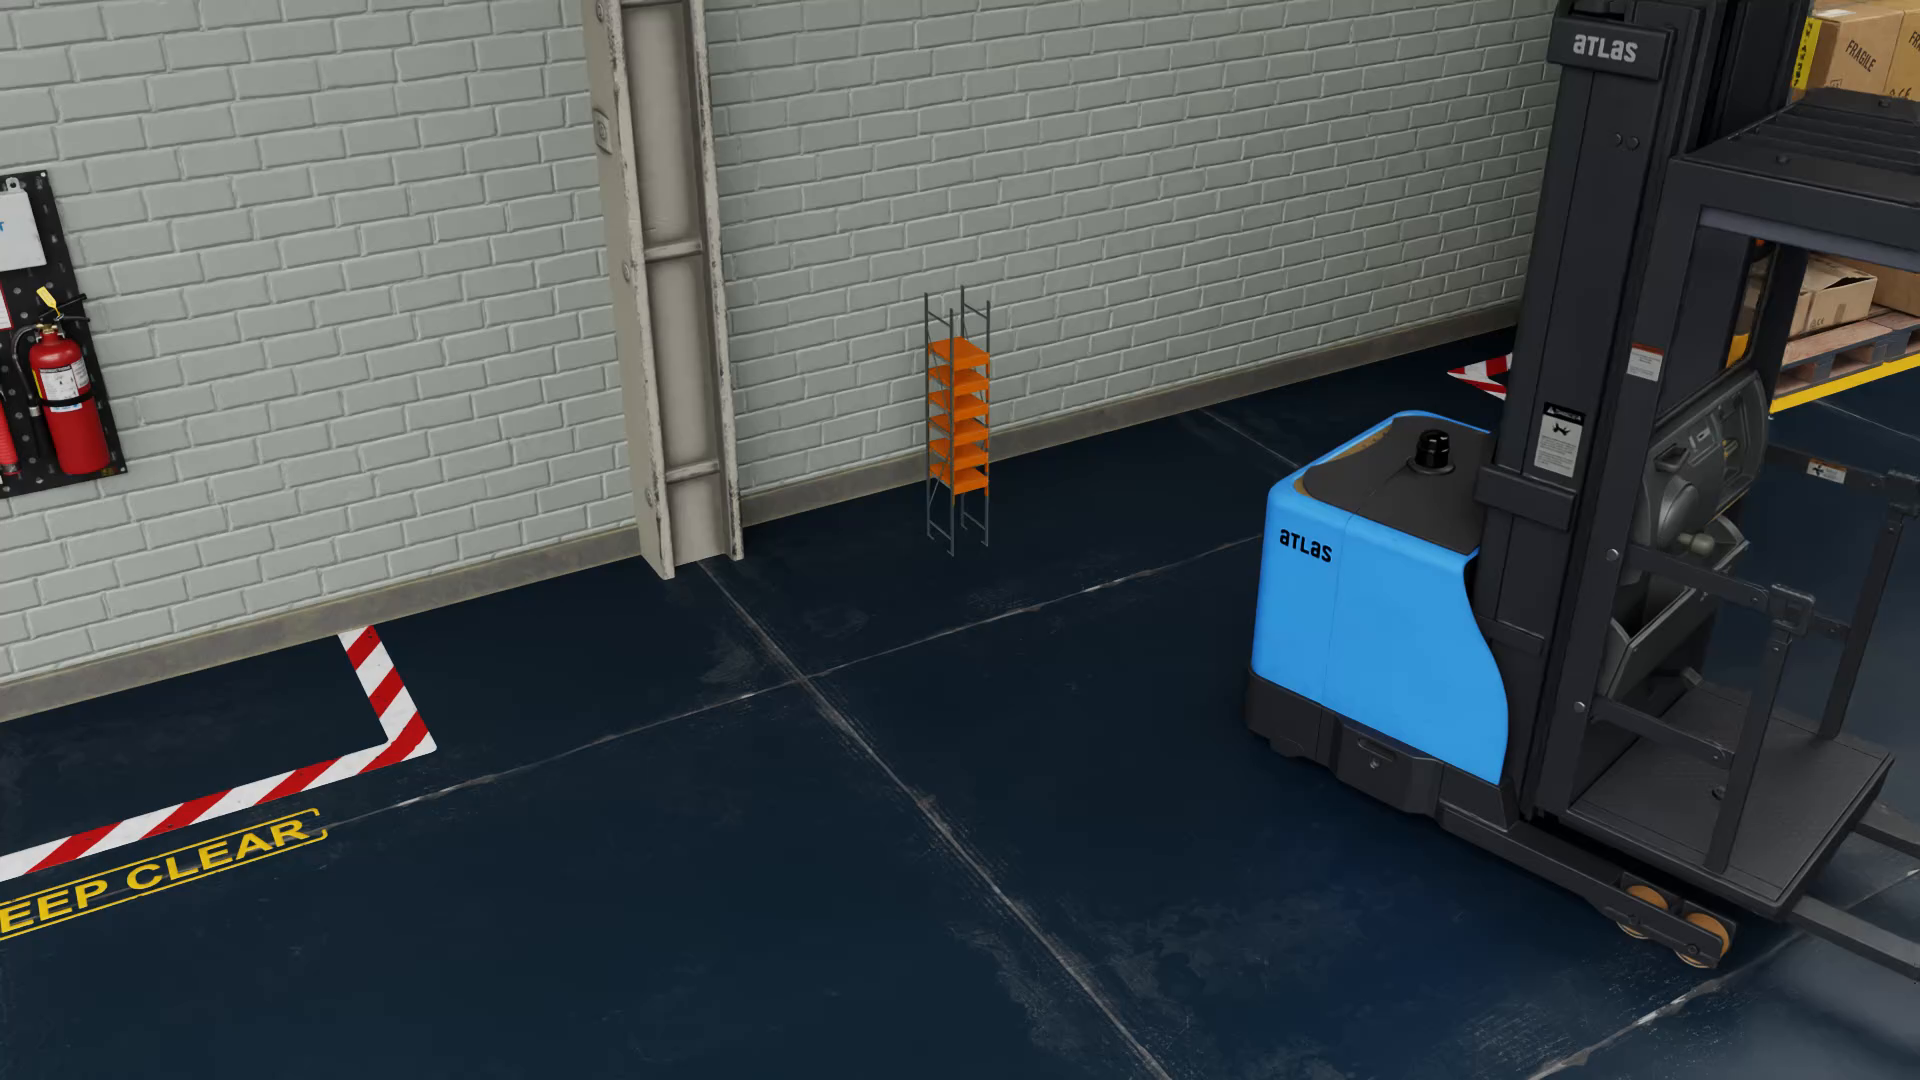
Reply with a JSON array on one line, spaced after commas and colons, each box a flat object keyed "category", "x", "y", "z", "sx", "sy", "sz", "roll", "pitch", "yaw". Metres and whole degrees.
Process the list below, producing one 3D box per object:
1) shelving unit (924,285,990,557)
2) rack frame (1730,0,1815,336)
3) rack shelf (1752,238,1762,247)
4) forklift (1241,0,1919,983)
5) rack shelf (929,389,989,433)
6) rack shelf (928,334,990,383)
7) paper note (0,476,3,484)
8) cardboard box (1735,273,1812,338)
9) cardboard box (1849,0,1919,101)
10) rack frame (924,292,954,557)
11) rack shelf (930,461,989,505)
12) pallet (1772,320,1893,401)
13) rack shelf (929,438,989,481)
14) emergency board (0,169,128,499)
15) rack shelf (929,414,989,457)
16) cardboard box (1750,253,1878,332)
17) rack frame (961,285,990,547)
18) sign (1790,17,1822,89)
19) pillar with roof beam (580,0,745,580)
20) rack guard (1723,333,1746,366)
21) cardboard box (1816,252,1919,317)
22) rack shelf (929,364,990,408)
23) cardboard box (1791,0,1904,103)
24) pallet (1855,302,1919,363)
[{"category": "shelving unit", "x": -0.012, "y": -0.522, "z": 7.454, "sx": 0.189, "sy": 1.200, "sz": 0.258, "roll": -16, "pitch": 33, "yaw": -26}, {"category": "rack frame", "x": 3.777, "y": -2.184, "z": 8.603, "sx": 0.127, "sy": 3.000, "sz": 1.000, "roll": -16, "pitch": 33, "yaw": -26}, {"category": "rack shelf", "x": 5.501, "y": -2.359, "z": 9.664, "sx": 4.000, "sy": 0.370, "sz": 1.077, "roll": -16, "pitch": 33, "yaw": -26}, {"category": "forklift", "x": 2.492, "y": -0.211, "z": 5.099, "sx": 3.031, "sy": 2.935, "sz": 1.130, "roll": 25, "pitch": 37, "yaw": 37}, {"category": "rack shelf", "x": -0.012, "y": -0.588, "z": 7.417, "sx": 0.180, "sy": 0.103, "sz": 0.258, "roll": -16, "pitch": 33, "yaw": -26}, {"category": "rack shelf", "x": -0.012, "y": -0.798, "z": 7.301, "sx": 0.180, "sy": 0.103, "sz": 0.258, "roll": -16, "pitch": 33, "yaw": -26}, {"category": "paper note", "x": -3.568, "y": -0.258, "z": 6.024, "sx": 0.142, "sy": 0.148, "sz": 0.016, "roll": -16, "pitch": 33, "yaw": -26}, {"category": "cardboard box", "x": 4.419, "y": -1.331, "z": 9.385, "sx": 0.500, "sy": 0.311, "sz": 0.500, "roll": -20, "pitch": 35, "yaw": -32}, {"category": "cardboard box", "x": 4.772, "y": -2.564, "z": 8.650, "sx": 0.500, "sy": 0.500, "sz": 0.500, "roll": -16, "pitch": 33, "yaw": -26}, {"category": "rack frame", "x": -0.091, "y": -0.499, "z": 7.413, "sx": 0.006, "sy": 1.200, "sz": 0.240, "roll": -16, "pitch": 33, "yaw": -26}, {"category": "rack shelf", "x": -0.012, "y": -0.273, "z": 7.591, "sx": 0.180, "sy": 0.103, "sz": 0.258, "roll": -16, "pitch": 33, "yaw": -26}, {"category": "pallet", "x": 4.561, "y": -1.166, "z": 9.644, "sx": 1.213, "sy": 0.211, "sz": 1.003, "roll": -16, "pitch": 33, "yaw": -26}, {"category": "rack shelf", "x": -0.012, "y": -0.378, "z": 7.533, "sx": 0.180, "sy": 0.103, "sz": 0.258, "roll": -16, "pitch": 33, "yaw": -26}, {"category": "emergency board", "x": -3.381, "y": -0.658, "z": 5.838, "sx": 0.643, "sy": 1.169, "sz": 0.194, "roll": -16, "pitch": 33, "yaw": -26}, {"category": "rack shelf", "x": -0.012, "y": -0.483, "z": 7.475, "sx": 0.180, "sy": 0.103, "sz": 0.258, "roll": -16, "pitch": 33, "yaw": -26}, {"category": "cardboard box", "x": 4.910, "y": -1.471, "z": 9.638, "sx": 0.500, "sy": 0.311, "sz": 0.500, "roll": -13, "pitch": 31, "yaw": -22}, {"category": "rack frame", "x": 0.066, "y": -0.544, "z": 7.494, "sx": 0.006, "sy": 1.200, "sz": 0.240, "roll": -16, "pitch": 33, "yaw": -26}, {"category": "sign", "x": 4.052, "y": -2.337, "z": 7.984, "sx": 0.005, "sy": 0.325, "sz": 0.100, "roll": -16, "pitch": 33, "yaw": -26}, {"category": "pillar with roof beam", "x": 0.950, "y": -2.080, "z": 2.206, "sx": 0.400, "sy": 9.000, "sz": 9.100, "roll": -16, "pitch": 33, "yaw": -26}, {"category": "rack guard", "x": 3.842, "y": -1.108, "z": 9.241, "sx": 0.348, "sy": 0.500, "sz": 1.175, "roll": -16, "pitch": 33, "yaw": -26}, {"category": "cardboard box", "x": 5.568, "y": -1.712, "z": 9.880, "sx": 0.500, "sy": 0.500, "sz": 0.700, "roll": -18, "pitch": 34, "yaw": -29}, {"category": "rack shelf", "x": -0.012, "y": -0.693, "z": 7.359, "sx": 0.180, "sy": 0.103, "sz": 0.258, "roll": -16, "pitch": 33, "yaw": -26}, {"category": "cardboard box", "x": 4.341, "y": -2.447, "z": 8.438, "sx": 0.500, "sy": 0.500, "sz": 0.500, "roll": -16, "pitch": 33, "yaw": -26}, {"category": "pallet", "x": 5.611, "y": -1.463, "z": 10.182, "sx": 1.213, "sy": 0.211, "sz": 1.003, "roll": -16, "pitch": 33, "yaw": -26}]
